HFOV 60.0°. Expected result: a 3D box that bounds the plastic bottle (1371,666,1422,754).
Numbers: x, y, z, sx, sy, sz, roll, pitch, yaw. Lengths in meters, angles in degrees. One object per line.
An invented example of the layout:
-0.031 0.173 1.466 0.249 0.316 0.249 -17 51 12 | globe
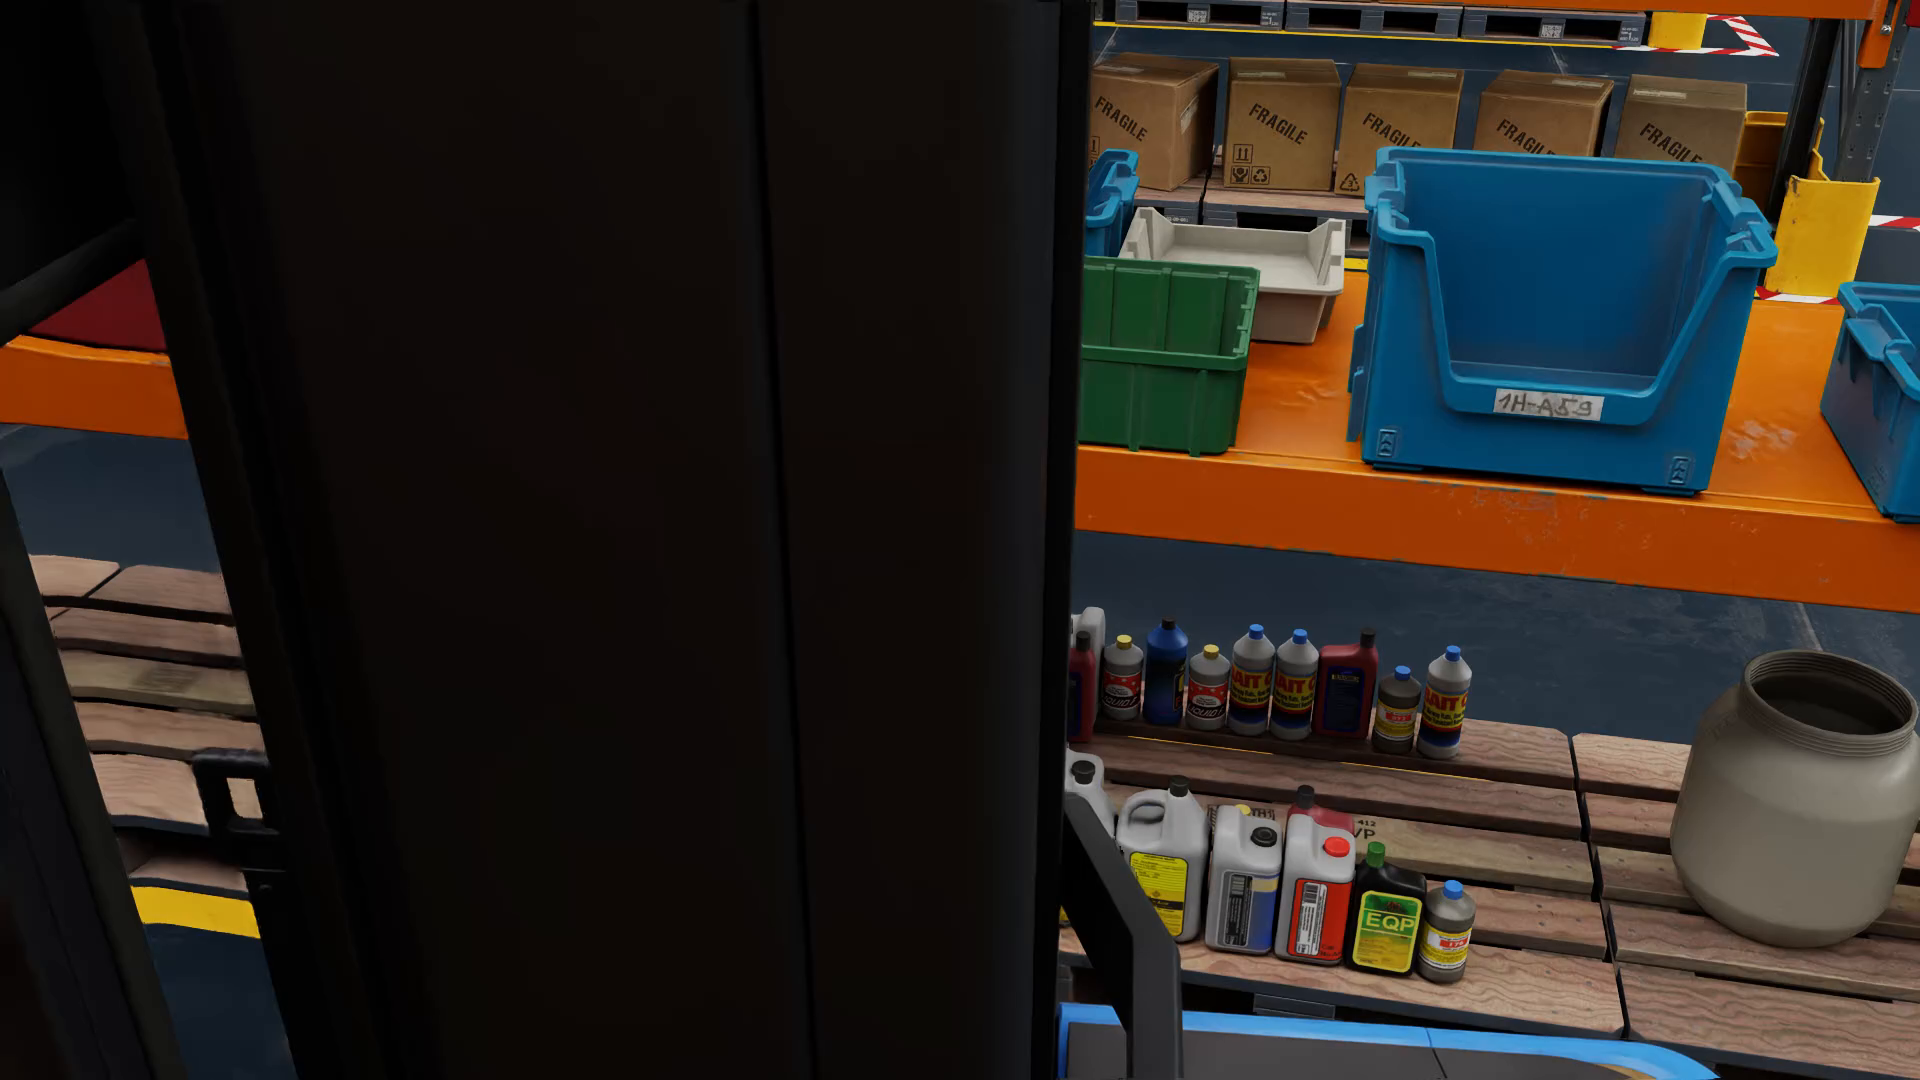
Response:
1.019 0.387 3.875 0.097 0.201 0.097 0 29 0 | plastic bottle

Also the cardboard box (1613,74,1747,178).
3.256 -1.793 7.567 0.500 0.500 0.500 11 31 20 | cardboard box

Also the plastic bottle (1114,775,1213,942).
0.402 0.615 3.303 0.185 0.351 0.144 7 29 13 | plastic bottle

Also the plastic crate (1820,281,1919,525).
1.643 -0.221 2.685 0.408 0.251 0.499 6 29 11 | plastic crate

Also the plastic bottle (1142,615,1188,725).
0.490 0.302 3.958 0.097 0.271 0.097 0 29 0 | plastic bottle

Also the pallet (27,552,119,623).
-3.056 0.331 4.425 1.213 0.211 1.003 6 29 11 | pallet

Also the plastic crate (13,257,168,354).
-1.621 -0.643 3.234 0.583 0.464 0.402 6 29 11 | plastic crate

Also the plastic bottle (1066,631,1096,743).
0.247 0.338 3.880 0.133 0.283 0.061 6 29 11 | plastic bottle

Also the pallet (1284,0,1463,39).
3.010 -3.898 12.150 1.213 0.211 1.003 6 29 11 | pallet

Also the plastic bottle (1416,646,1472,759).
1.121 0.367 3.840 0.097 0.271 0.097 0 29 0 | plastic bottle

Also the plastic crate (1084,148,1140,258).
0.056 -0.661 3.489 0.616 0.251 0.499 6 29 11 | plastic crate

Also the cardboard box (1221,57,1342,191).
1.519 -1.986 7.919 0.500 0.500 0.500 3 29 6 | cardboard box

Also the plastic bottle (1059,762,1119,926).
0.220 0.596 3.337 0.185 0.351 0.144 6 29 10 | plastic bottle

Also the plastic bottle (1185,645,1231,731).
0.591 0.343 3.956 0.097 0.201 0.097 0 29 0 | plastic bottle

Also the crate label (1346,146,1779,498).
0.972 -0.382 2.787 0.616 0.435 0.502 6 29 11 | crate label

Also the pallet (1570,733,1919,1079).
1.951 0.845 3.487 1.213 0.211 1.003 6 29 11 | pallet

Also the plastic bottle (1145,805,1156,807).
0.384 0.619 3.451 0.097 0.201 0.097 0 29 0 | plastic bottle

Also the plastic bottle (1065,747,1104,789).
0.226 0.557 3.487 0.135 0.276 0.152 6 29 11 | plastic bottle

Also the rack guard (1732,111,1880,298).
3.789 -1.546 7.553 0.348 0.500 1.175 6 29 11 | rack guard

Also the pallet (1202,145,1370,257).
1.812 -1.641 8.027 1.213 0.211 1.003 6 29 11 | pallet

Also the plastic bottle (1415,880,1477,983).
0.941 0.747 3.217 0.097 0.201 0.097 0 29 0 | plastic bottle

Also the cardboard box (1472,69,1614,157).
2.664 -1.837 7.648 0.500 0.500 0.500 14 32 24 | cardboard box

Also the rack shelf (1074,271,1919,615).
0.873 -0.194 3.230 4.000 0.370 1.077 6 29 11 | rack shelf

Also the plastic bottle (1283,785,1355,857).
0.722 0.623 3.359 0.133 0.283 0.061 6 29 11 | plastic bottle

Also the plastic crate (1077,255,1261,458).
0.186 -0.348 2.983 0.662 0.188 0.450 6 29 11 | plastic crate

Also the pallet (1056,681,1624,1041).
0.762 0.721 3.713 1.213 0.211 1.003 6 29 11 | pallet

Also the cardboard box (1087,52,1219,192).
0.896 -2.011 7.965 0.500 0.500 0.500 16 32 26 | cardboard box

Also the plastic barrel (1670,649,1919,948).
1.679 0.518 3.334 0.421 0.512 0.421 0 29 0 | plastic barrel

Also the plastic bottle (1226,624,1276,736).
0.688 0.322 3.921 0.097 0.271 0.097 0 29 0 | plastic bottle

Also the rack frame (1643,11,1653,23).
4.998 -4.954 11.176 0.127 3.000 1.000 6 29 11 | rack frame

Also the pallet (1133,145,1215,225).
0.615 -1.762 8.249 1.213 0.211 1.003 6 29 11 | pallet

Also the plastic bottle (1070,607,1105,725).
0.269 0.291 3.973 0.135 0.276 0.152 6 29 11 | plastic bottle

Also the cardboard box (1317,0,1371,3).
2.569 -4.423 11.980 0.875 0.875 0.875 6 29 11 | cardboard box

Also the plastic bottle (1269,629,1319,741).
0.786 0.332 3.902 0.097 0.271 0.097 0 29 0 | plastic bottle

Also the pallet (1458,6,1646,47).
4.199 -3.774 11.925 1.213 0.211 1.003 6 29 11 | pallet

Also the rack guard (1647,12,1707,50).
5.021 -3.855 11.771 0.348 0.500 1.175 6 29 11 | rack guard

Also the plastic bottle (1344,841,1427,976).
0.823 0.708 3.203 0.133 0.283 0.061 7 29 12 | plastic bottle

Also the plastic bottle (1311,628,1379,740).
0.903 0.330 3.894 0.133 0.283 0.061 6 29 11 | plastic bottle

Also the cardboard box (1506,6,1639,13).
4.321 -4.243 11.652 0.875 0.875 0.875 6 29 11 | cardboard box

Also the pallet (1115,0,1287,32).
1.813 -4.019 12.371 1.213 0.211 1.003 6 29 11 | pallet

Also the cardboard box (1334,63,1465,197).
2.056 -1.909 7.778 0.500 0.500 0.500 9 30 15 | cardboard box

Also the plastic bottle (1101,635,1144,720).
0.390 0.322 3.993 0.097 0.201 0.097 0 29 0 | plastic bottle

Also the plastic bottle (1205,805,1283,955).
0.565 0.663 3.294 0.135 0.276 0.152 5 29 9 | plastic bottle

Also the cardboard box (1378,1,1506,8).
3.460 -4.331 11.812 0.875 0.875 0.875 5 29 10 | cardboard box

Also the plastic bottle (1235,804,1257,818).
0.573 0.635 3.423 0.097 0.201 0.097 0 29 0 | plastic bottle

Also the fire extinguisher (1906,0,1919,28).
3.879 -2.373 6.542 0.183 0.674 0.296 6 29 11 | fire extinguisher

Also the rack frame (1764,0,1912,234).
3.863 -2.635 6.939 0.127 3.000 1.000 6 29 11 | rack frame

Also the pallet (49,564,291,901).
-1.859 0.453 4.203 1.213 0.211 1.003 6 29 11 | pallet

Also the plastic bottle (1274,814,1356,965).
0.700 0.676 3.269 0.135 0.276 0.152 6 29 11 | plastic bottle

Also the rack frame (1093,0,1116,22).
1.086 -5.355 11.908 0.127 3.000 1.000 6 29 11 | rack frame

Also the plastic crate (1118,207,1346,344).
0.558 -0.550 3.406 0.437 0.136 0.530 6 29 11 | plastic crate

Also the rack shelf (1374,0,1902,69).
1.907 -2.520 7.478 4.000 0.370 1.077 6 29 11 | rack shelf

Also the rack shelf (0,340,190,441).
-3.039 -0.595 3.962 4.000 0.370 1.077 6 29 11 | rack shelf
